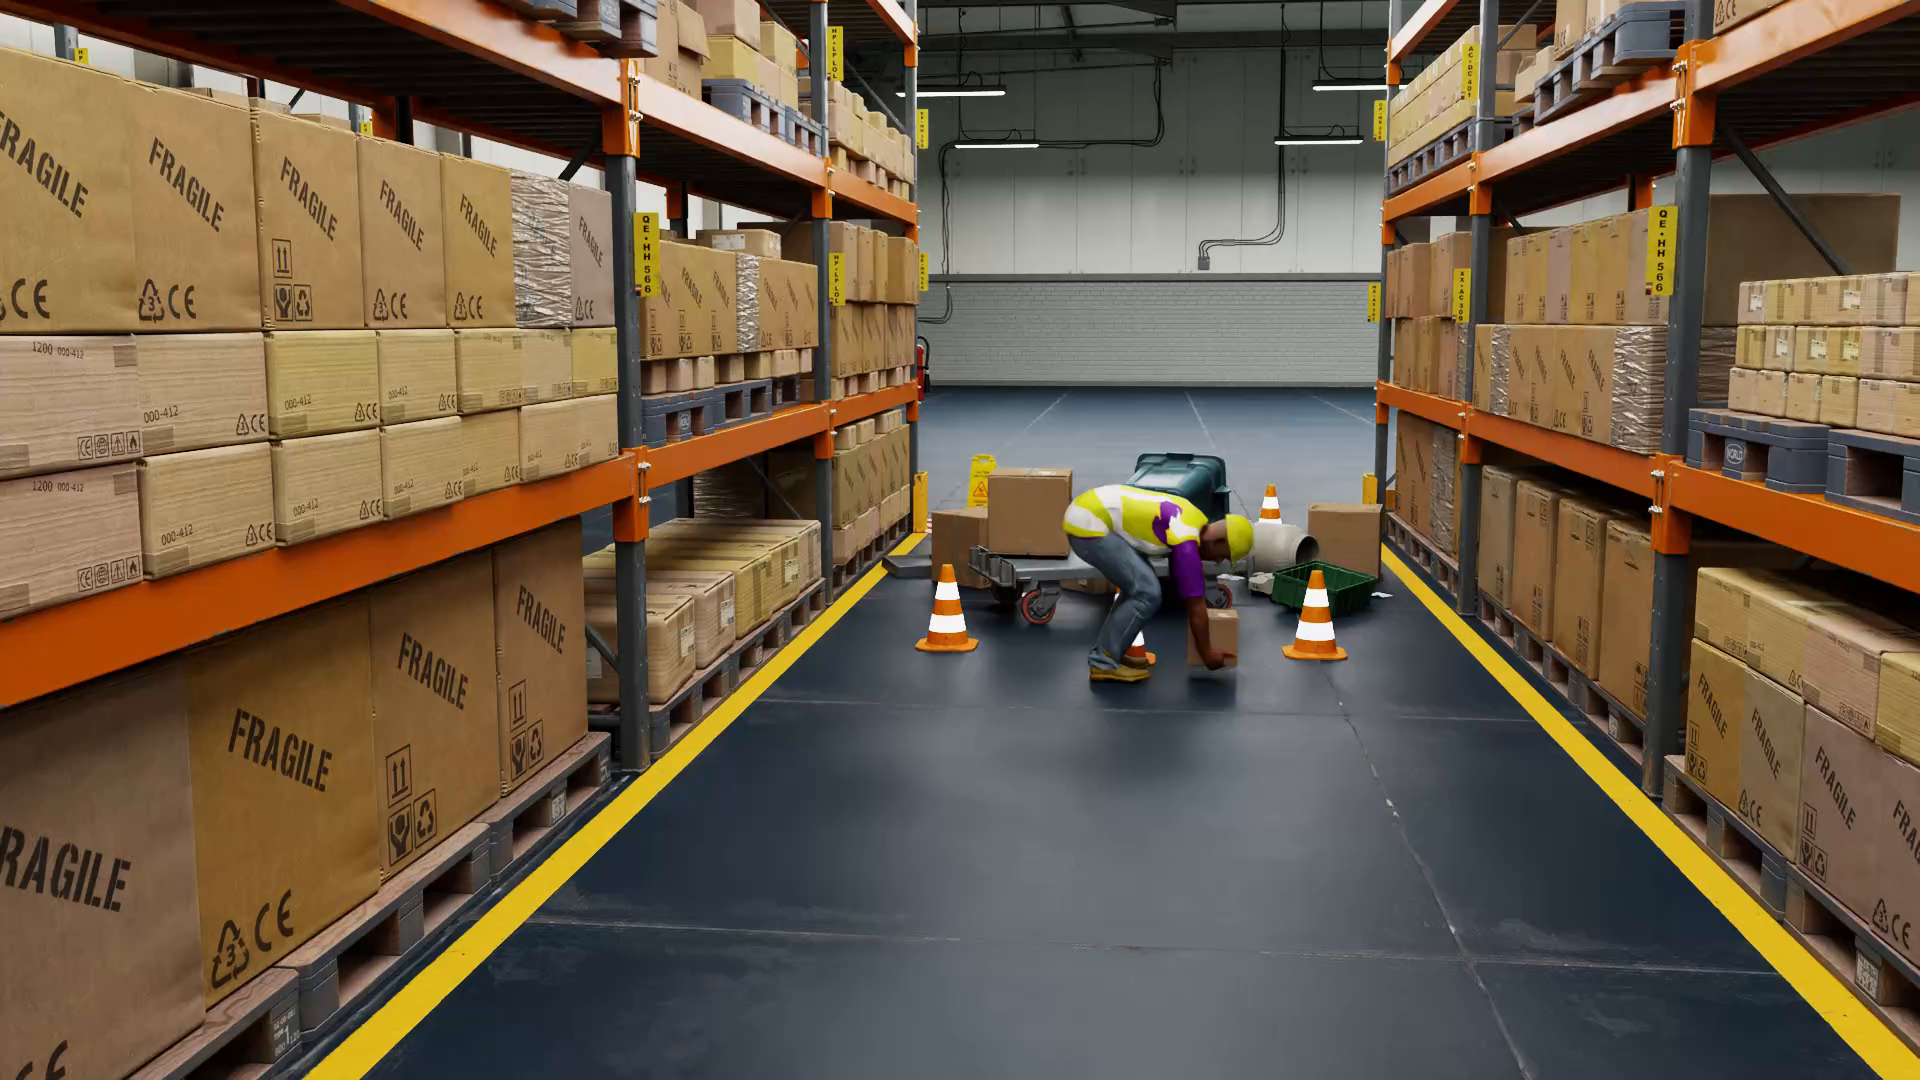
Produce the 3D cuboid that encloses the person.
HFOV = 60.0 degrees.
[{"bbox_3d":[1.010,0.210,8.542,0.975,0.992,0.496,0,8,3],"label":"person"}]
